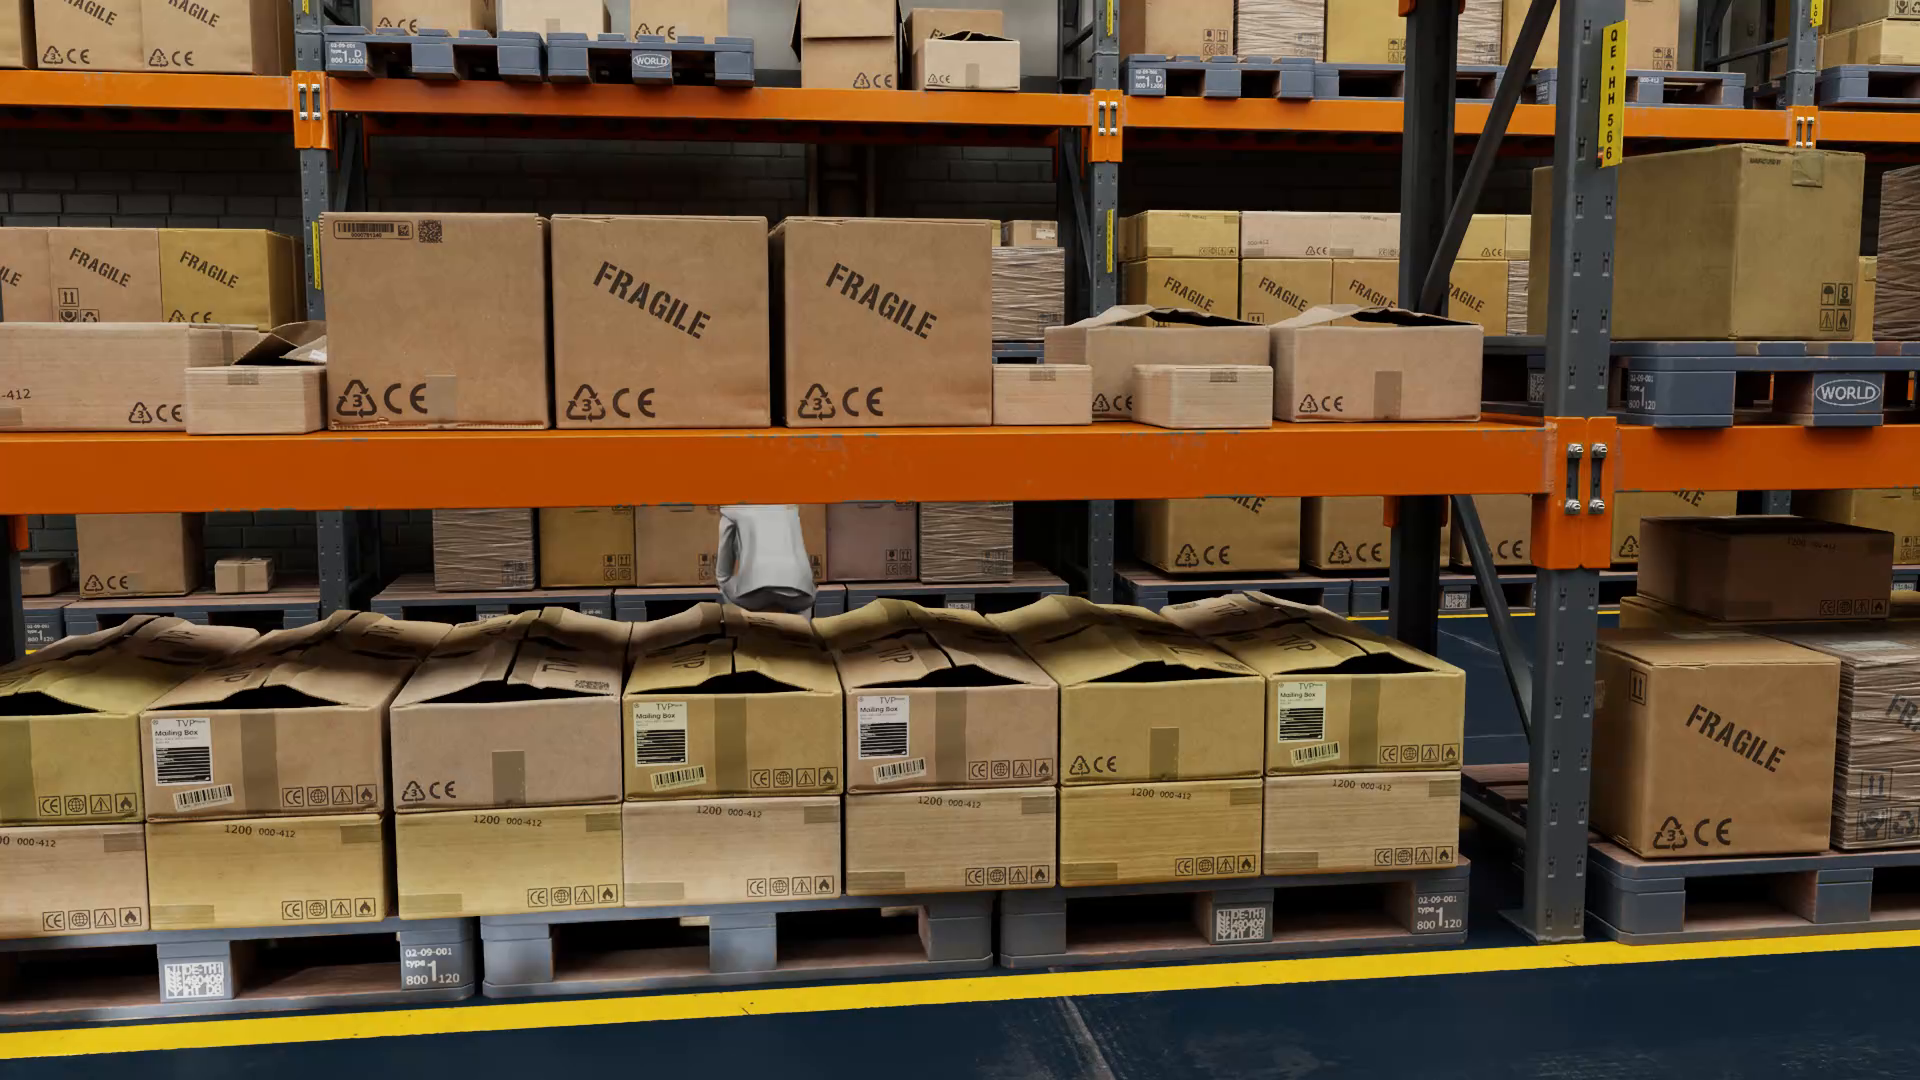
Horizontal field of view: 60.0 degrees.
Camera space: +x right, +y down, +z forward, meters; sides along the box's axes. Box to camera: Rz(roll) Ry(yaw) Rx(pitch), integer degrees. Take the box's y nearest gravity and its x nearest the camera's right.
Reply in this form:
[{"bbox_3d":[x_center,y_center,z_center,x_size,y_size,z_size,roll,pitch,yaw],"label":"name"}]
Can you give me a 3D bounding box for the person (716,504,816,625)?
[{"bbox_3d":[-0.884,0.176,7.577,0.447,0.890,0.807,-1,7,-9],"label":"person"}]
